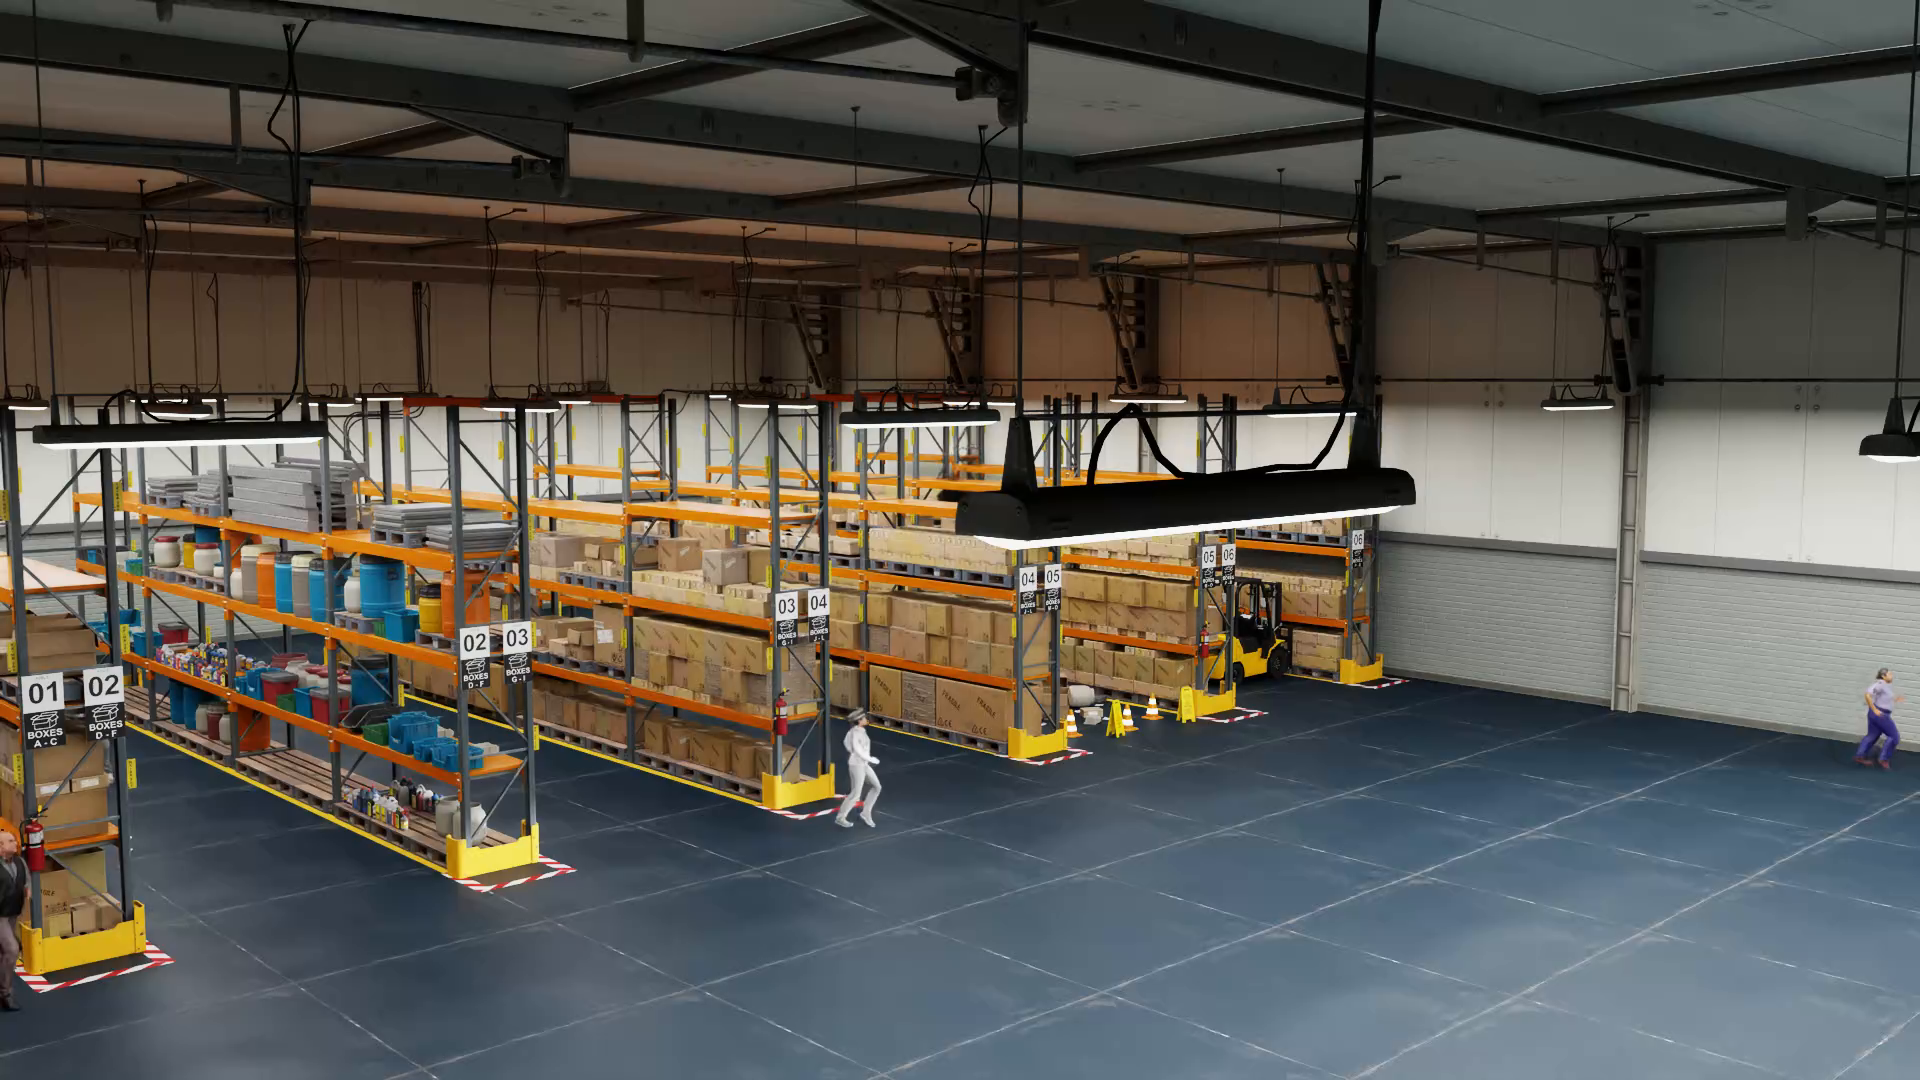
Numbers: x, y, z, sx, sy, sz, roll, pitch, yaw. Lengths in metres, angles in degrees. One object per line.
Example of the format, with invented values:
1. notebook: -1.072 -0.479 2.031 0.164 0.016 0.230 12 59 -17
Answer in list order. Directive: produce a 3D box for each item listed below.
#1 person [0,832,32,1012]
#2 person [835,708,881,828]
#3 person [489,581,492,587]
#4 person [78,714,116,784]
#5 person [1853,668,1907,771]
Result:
1. person: -9.778 3.859 16.950 0.712 1.758 0.640 1 6 7
2. person: -1.445 3.232 23.574 0.653 1.691 0.611 0 6 0
3. person: -11.019 1.783 38.603 0.736 1.650 0.701 0 6 3
4. person: -13.619 2.995 26.176 0.863 1.615 0.534 4 7 36
5. person: 15.005 2.920 27.095 0.705 1.707 0.572 3 6 25
